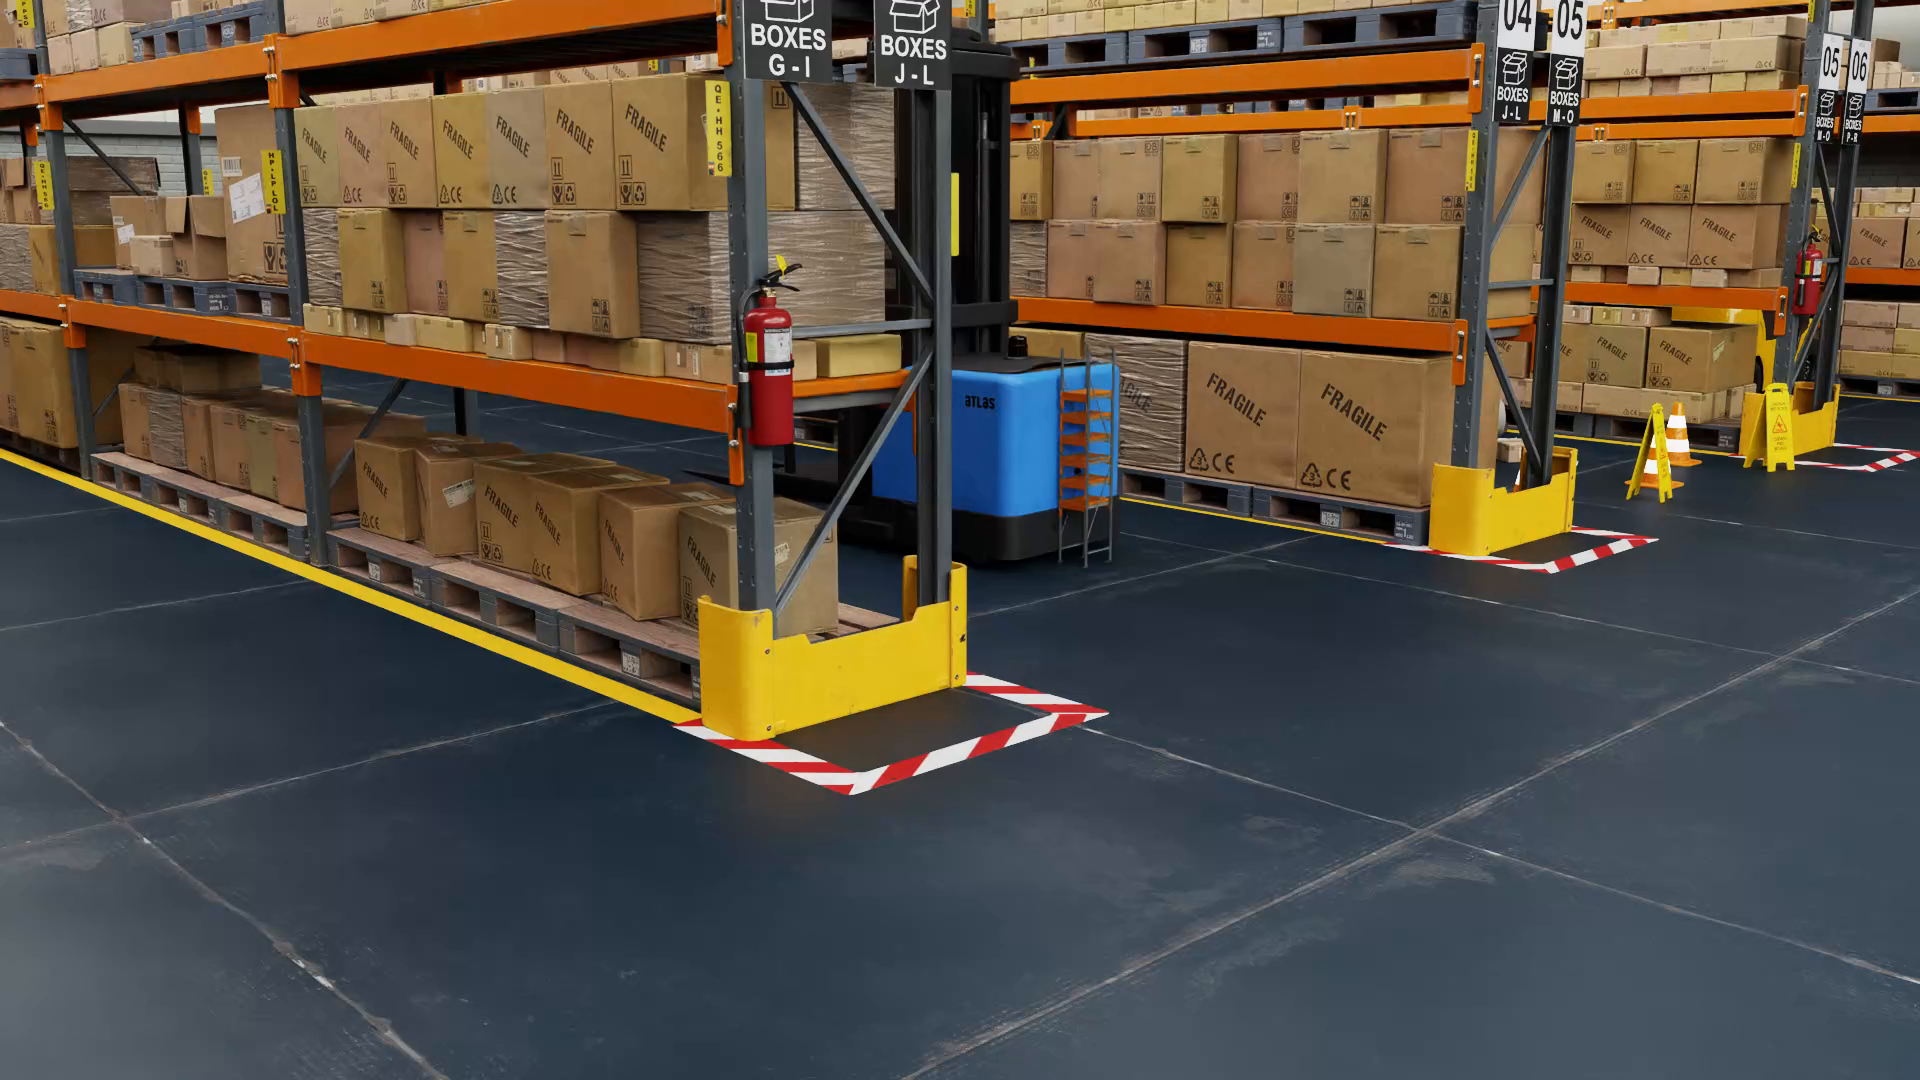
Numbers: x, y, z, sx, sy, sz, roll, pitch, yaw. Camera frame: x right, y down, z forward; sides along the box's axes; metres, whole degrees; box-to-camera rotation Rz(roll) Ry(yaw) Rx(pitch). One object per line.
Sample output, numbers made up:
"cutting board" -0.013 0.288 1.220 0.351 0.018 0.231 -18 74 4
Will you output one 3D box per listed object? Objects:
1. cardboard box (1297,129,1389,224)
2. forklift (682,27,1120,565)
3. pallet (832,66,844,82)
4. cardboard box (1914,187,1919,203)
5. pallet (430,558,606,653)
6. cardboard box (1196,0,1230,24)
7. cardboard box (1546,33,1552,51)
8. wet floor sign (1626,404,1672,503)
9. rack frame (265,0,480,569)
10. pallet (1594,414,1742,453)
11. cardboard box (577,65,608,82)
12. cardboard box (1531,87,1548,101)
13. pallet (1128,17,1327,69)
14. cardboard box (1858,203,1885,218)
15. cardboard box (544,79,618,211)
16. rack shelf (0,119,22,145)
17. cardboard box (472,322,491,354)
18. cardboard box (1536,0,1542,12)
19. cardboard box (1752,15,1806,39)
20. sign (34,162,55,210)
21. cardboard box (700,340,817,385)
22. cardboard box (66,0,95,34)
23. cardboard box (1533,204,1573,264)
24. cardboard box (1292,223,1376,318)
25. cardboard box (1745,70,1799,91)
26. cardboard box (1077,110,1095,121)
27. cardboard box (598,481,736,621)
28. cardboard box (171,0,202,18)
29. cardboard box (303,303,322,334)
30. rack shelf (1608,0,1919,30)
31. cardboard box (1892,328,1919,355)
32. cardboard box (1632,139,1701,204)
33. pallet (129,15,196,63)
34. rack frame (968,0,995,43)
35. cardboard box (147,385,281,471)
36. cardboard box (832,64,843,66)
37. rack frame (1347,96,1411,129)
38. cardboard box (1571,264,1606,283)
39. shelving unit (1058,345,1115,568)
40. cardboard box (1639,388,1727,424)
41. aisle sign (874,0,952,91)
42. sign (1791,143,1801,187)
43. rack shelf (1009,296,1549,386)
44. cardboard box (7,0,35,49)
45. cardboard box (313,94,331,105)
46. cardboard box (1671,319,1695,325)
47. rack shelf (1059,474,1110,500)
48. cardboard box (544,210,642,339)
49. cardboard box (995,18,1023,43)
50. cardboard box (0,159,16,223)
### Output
"cardboard box" 2.547 -2.208 10.149 0.875 0.550 0.550 -11 16 -43
"forklift" -0.502 -1.527 10.059 3.031 2.935 1.130 10 16 41
"pallet" -1.045 -3.774 13.830 1.003 0.211 1.213 -10 15 -40
"cardboard box" 9.727 -3.443 16.596 0.380 0.149 0.250 -11 16 -42
"pallet" -1.861 0.250 8.173 1.003 0.211 1.213 -11 16 -43
"cardboard box" 1.695 -3.304 10.414 0.380 0.149 0.250 -11 16 -42
"cardboard box" 5.085 -4.197 14.063 0.380 0.149 0.250 -10 16 -41
"wet floor sign" 4.674 -0.598 11.214 0.232 0.644 0.267 8 14 35
"rack frame" -3.197 -1.386 9.207 1.000 3.000 0.127 -11 16 -43
"pallet" 6.145 -0.952 14.011 1.003 0.211 1.213 -11 16 -43
"cardboard box" -3.235 -4.284 15.589 0.500 0.500 0.500 -11 16 -43
"cardboard box" 5.074 -3.808 14.152 0.380 0.149 0.250 -11 16 -42
"pallet" 1.856 -3.190 10.746 1.003 0.211 1.213 -11 16 -43
"cardboard box" 9.382 -3.371 16.987 0.380 0.149 0.250 -11 16 -43
"cardboard box" -1.343 -1.605 6.806 0.500 0.500 0.500 -11 16 -43
"rack shelf" -10.103 -3.963 16.061 1.077 0.370 4.000 -11 16 -43
"cardboard box" -2.015 -0.943 7.677 0.380 0.149 0.250 -11 16 -43
"cardboard box" 3.217 -3.175 9.787 0.380 0.149 0.250 -11 16 -42
"cardboard box" 6.285 -3.929 12.759 0.380 0.149 0.250 -11 16 -42
"sign" -6.359 -2.460 11.546 0.100 0.325 0.005 -11 16 -43
"cardboard box" -0.781 -0.692 6.462 0.380 0.149 0.250 -11 16 -43
"cardboard box" -5.474 -3.554 10.809 0.500 0.500 0.500 -11 16 -42
"cardboard box" 5.137 -2.643 14.321 0.500 0.500 0.500 -11 16 -42
"cardboard box" 2.538 -1.678 10.249 0.875 0.550 0.550 -11 16 -43
"cardboard box" 6.284 -3.543 12.863 0.380 0.149 0.250 -11 16 -42
"cardboard box" 1.479 -4.648 17.936 0.396 0.266 0.258 -11 16 -43
"cardboard box" -1.292 0.040 7.438 0.500 0.500 0.500 -6 13 -28
"cardboard box" -4.564 -3.207 10.147 0.250 0.166 0.380 11 16 44
"cardboard box" -3.266 -1.190 8.877 0.380 0.149 0.250 -11 16 -43
"rack shelf" 8.939 -5.558 17.361 1.077 0.370 4.000 -11 16 -43
"cardboard box" 9.758 -2.007 16.755 0.500 0.250 0.500 -11 16 -43
"cardboard box" 5.878 -2.987 13.514 0.700 0.500 0.500 -11 16 -42
"pallet" -4.265 -3.020 10.166 1.213 0.211 1.003 -11 16 -43
"rack frame" 0.460 -5.001 11.885 1.000 3.000 0.127 -11 16 -43
"cardboard box" -5.090 -0.787 11.403 0.500 0.500 0.700 10 15 40
"cardboard box" -1.261 -4.042 13.598 0.500 0.311 0.500 -11 16 -44
"rack frame" 3.970 -2.767 15.910 1.000 3.000 0.127 -11 16 -43
"cardboard box" 5.386 -2.262 14.081 0.380 0.149 0.250 -11 16 -43
"shelving unit" 0.699 -0.461 9.177 0.189 1.200 0.258 10 16 41
"cardboard box" 5.963 -1.127 13.720 0.500 0.250 0.500 -11 16 -43
"aisle sign" -0.175 -2.109 6.271 0.394 0.787 0.004 -11 16 -43
"sign" 6.317 -2.831 12.567 0.100 0.325 0.005 -11 16 -43
"rack shelf" 1.841 -1.419 11.147 1.077 0.370 4.000 -11 16 -43
"cardboard box" -6.433 -3.775 12.069 0.797 0.503 0.637 -10 15 -39
"cardboard box" -7.351 -5.278 19.797 0.500 0.250 0.500 -11 16 -43
"cardboard box" 5.994 -1.645 14.379 0.500 0.500 0.500 11 16 43
"rack shelf" 0.699 -0.300 9.210 0.180 0.103 0.258 10 16 41
"cardboard box" -1.227 -1.138 7.015 0.875 0.500 0.500 -11 16 -43
"cardboard box" 0.465 -3.563 11.673 0.380 0.149 0.250 -11 16 -43
"cardboard box" -7.369 -2.812 13.393 0.797 0.503 0.637 -10 15 -41
